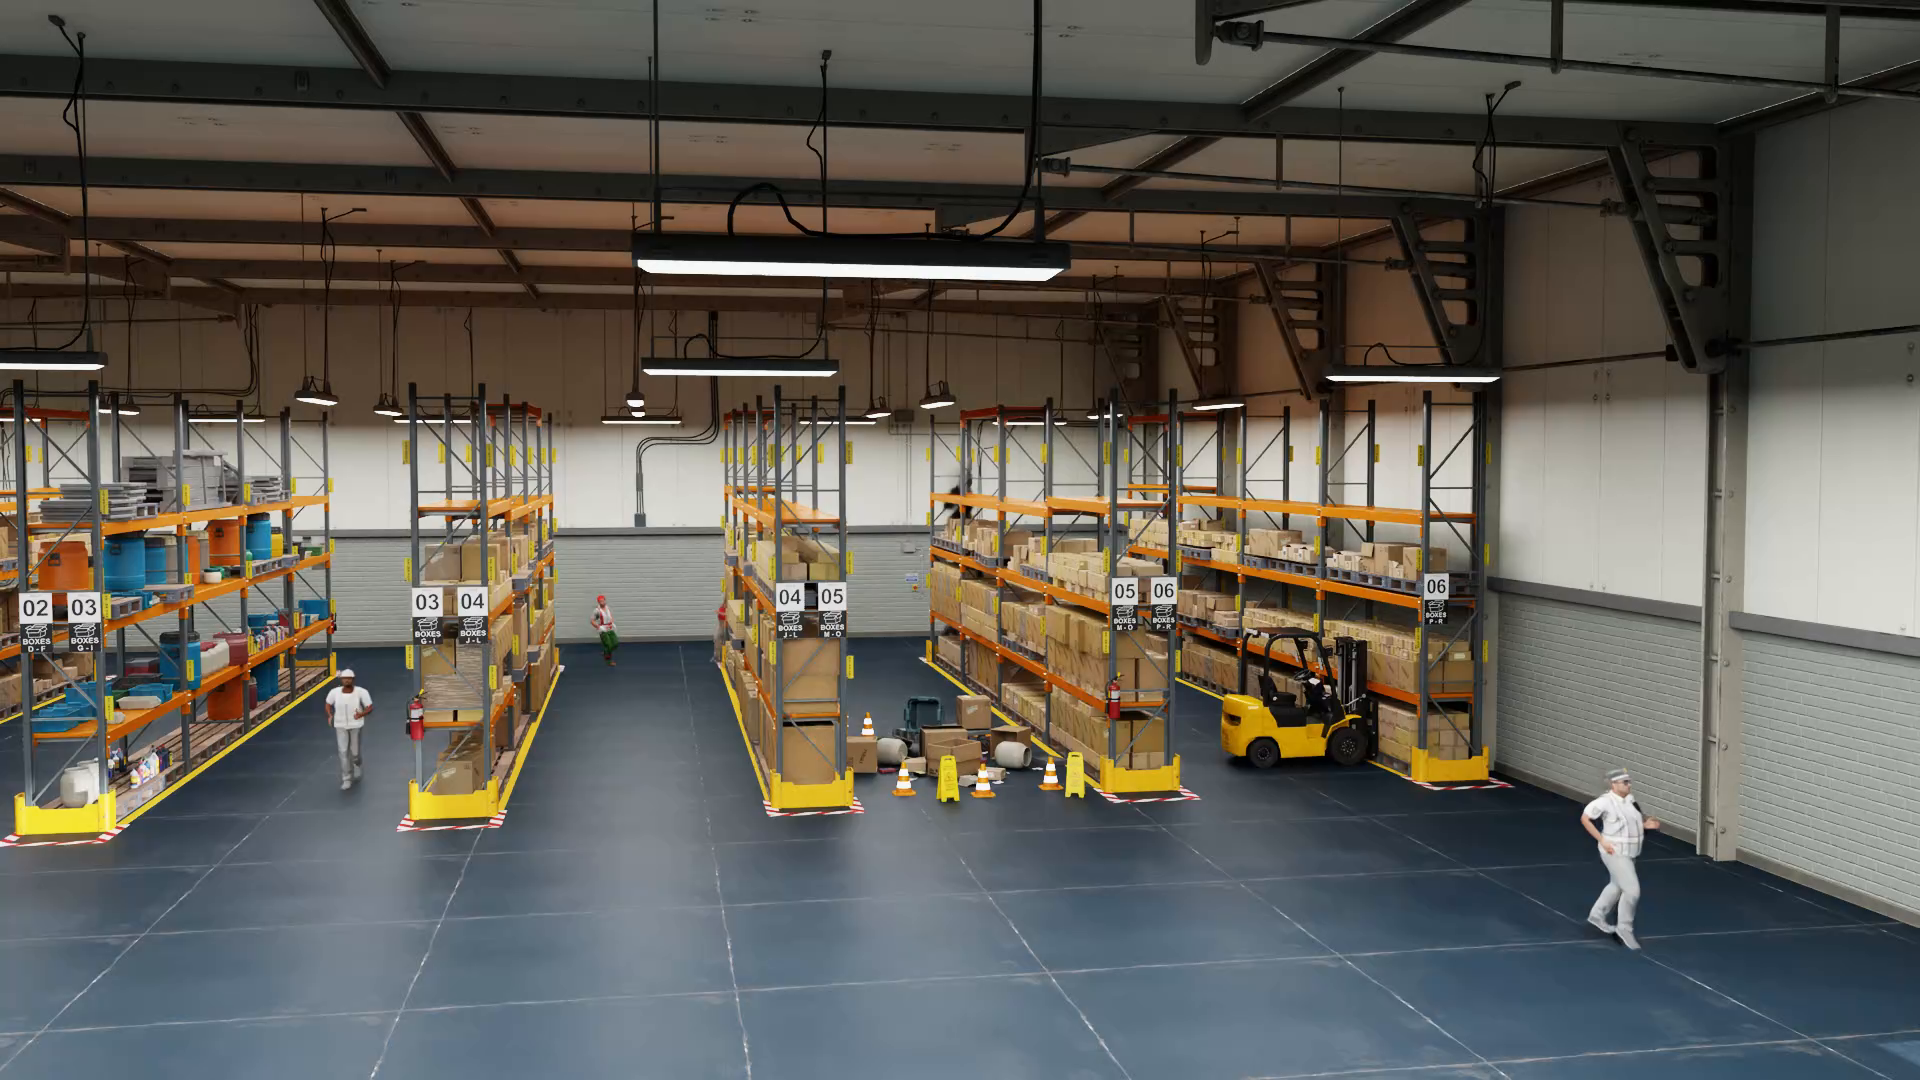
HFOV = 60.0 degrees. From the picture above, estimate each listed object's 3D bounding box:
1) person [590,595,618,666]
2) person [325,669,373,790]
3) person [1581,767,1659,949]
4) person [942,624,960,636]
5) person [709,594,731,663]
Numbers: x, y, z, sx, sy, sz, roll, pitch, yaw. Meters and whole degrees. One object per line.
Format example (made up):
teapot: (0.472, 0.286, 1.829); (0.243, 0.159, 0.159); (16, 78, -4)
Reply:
person: (-8.446, 2.151, 39.409); (0.512, 1.713, 0.688); (2, 4, 38)
person: (-9.270, 2.839, 25.220); (0.701, 1.770, 0.826); (-1, 3, -14)
person: (6.796, 3.257, 17.111); (0.639, 1.846, 0.745); (-3, 4, -42)
person: (-0.175, 2.053, 41.868); (0.952, 1.655, 0.723); (0, 3, 5)
person: (-5.675, 2.112, 40.329); (0.796, 1.789, 0.660); (-2, 3, -27)
